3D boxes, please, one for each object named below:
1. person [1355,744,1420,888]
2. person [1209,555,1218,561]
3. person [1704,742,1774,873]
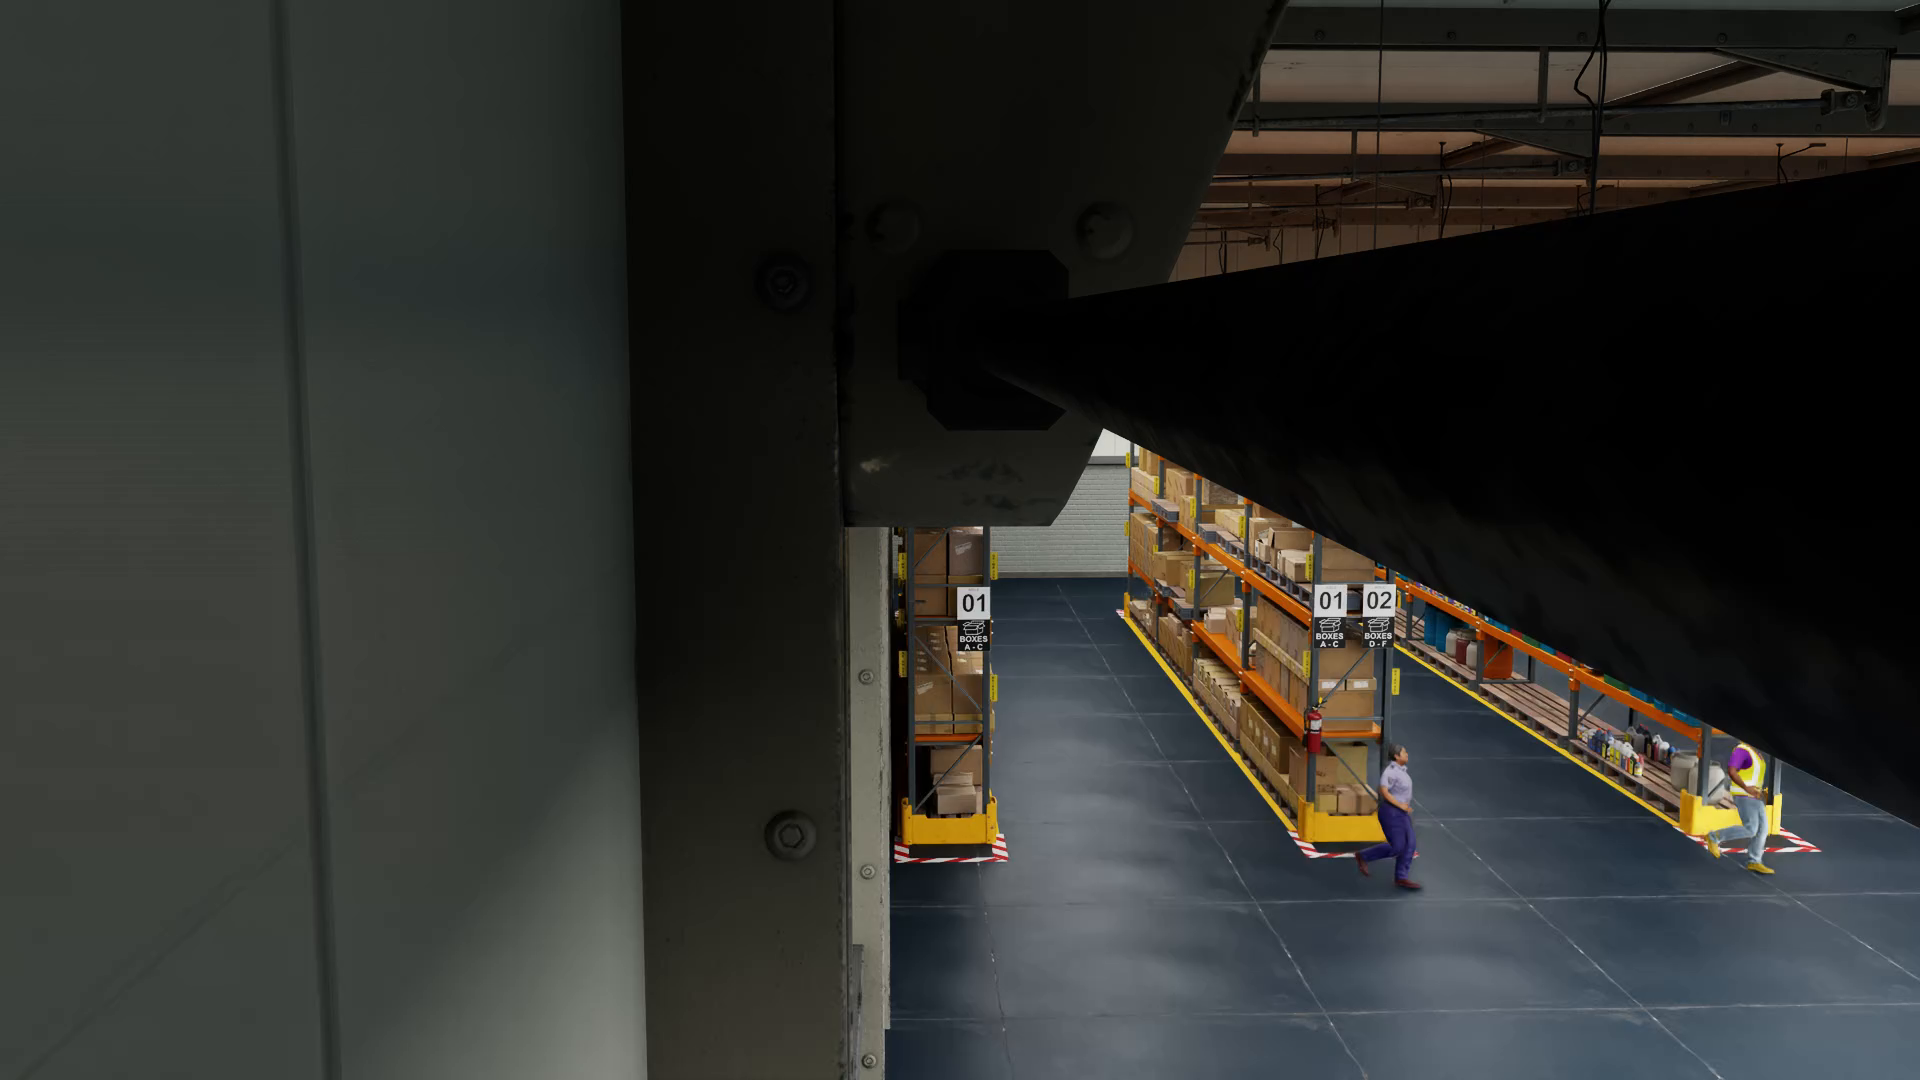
[{"bbox_3d":[4.952,3.120,19.016,0.719,1.599,0.654,4,8,28],"label":"person"},{"bbox_3d":[5.680,0.781,37.029,0.811,1.701,0.607,4,8,28],"label":"person"},{"bbox_3d":[9.262,2.987,19.572,0.787,1.711,0.758,6,9,38],"label":"person"}]
